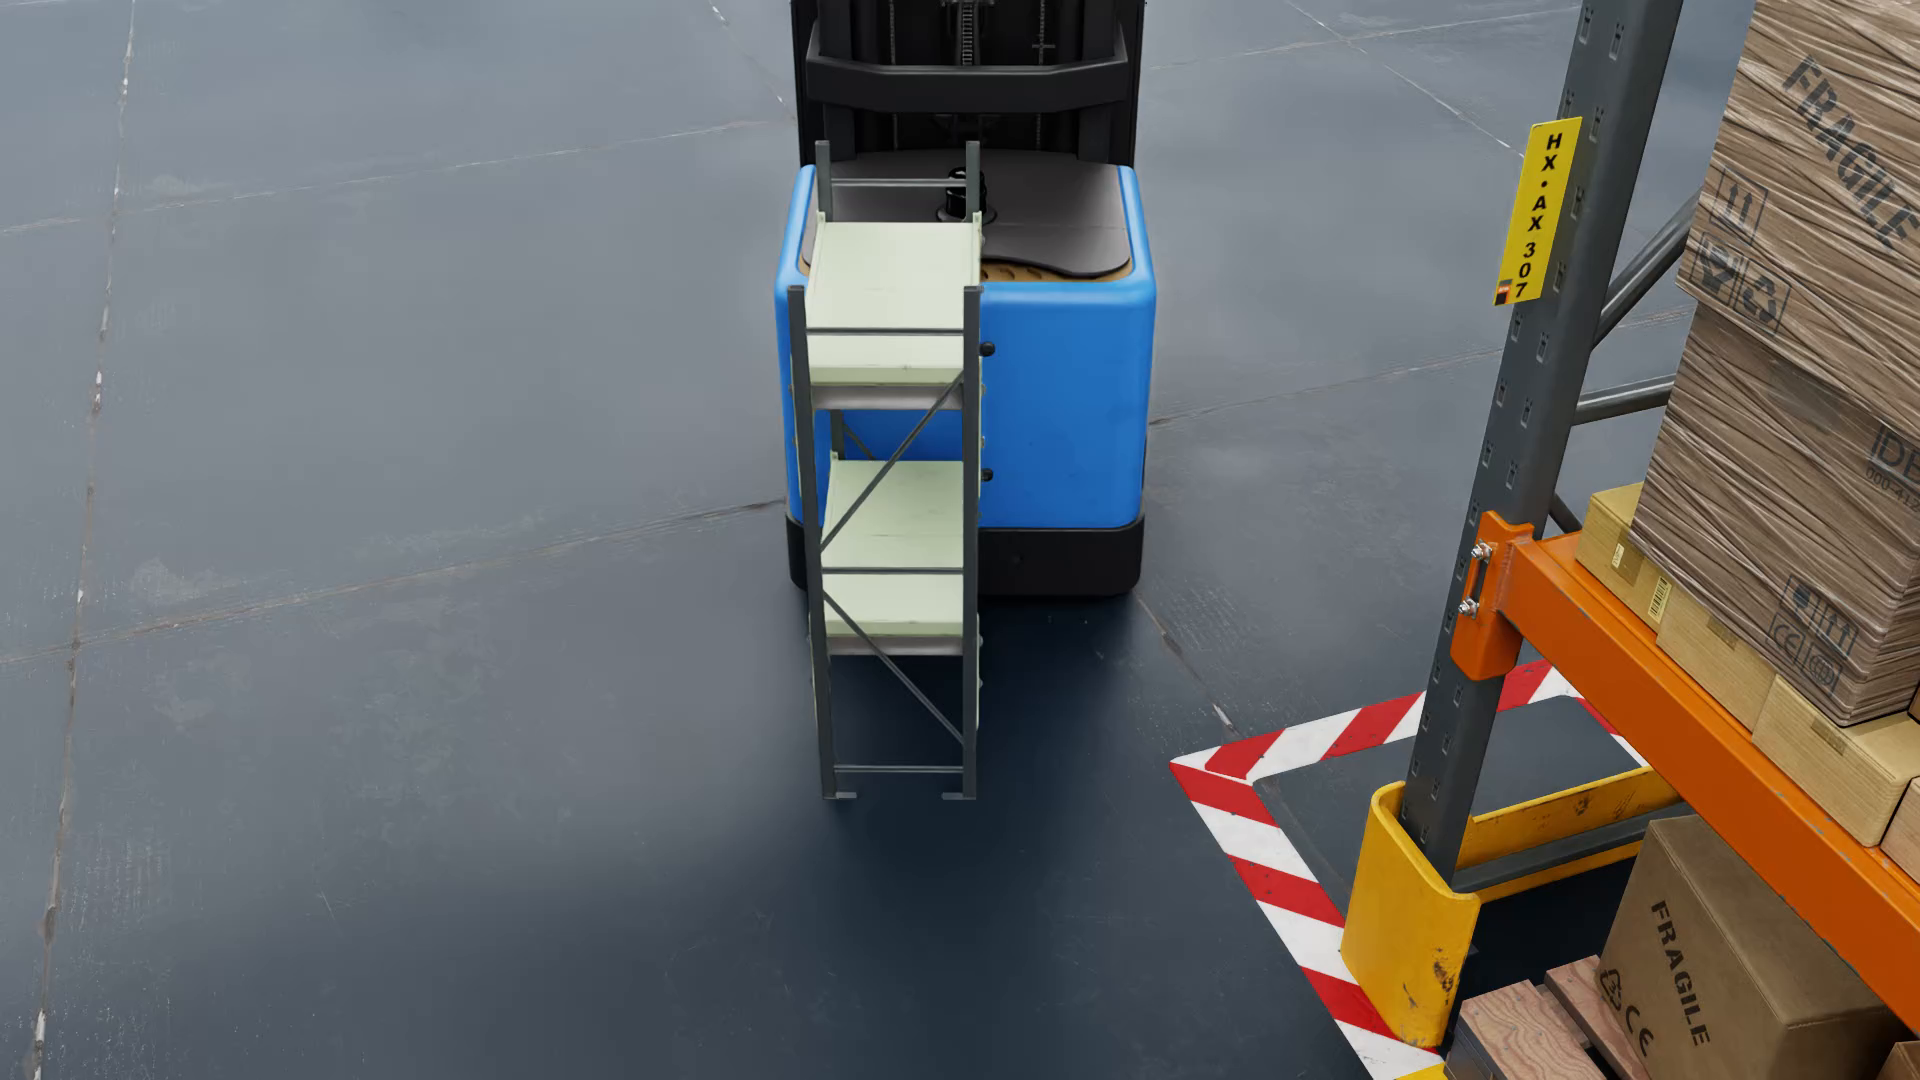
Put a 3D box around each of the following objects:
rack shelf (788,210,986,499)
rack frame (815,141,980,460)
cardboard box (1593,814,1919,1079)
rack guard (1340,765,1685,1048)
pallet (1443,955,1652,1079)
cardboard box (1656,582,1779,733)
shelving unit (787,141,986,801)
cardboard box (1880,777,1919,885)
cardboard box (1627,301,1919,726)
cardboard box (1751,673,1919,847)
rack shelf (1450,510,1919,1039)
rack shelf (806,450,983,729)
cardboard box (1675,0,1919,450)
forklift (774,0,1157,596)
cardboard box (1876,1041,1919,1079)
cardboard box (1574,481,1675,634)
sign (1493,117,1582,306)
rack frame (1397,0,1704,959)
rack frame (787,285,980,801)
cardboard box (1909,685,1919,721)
[{"bbox_3d":[-0.155,-0.456,3.961,0.431,0.370,0.720,0,37,0],"label":"rack shelf"},{"bbox_3d":[-0.152,-0.365,4.488,0.400,1.500,0.023,0,37,0],"label":"rack frame"},{"bbox_3d":[1.665,0.881,3.316,0.500,0.500,0.500,-6,37,-7],"label":"cardboard box"},{"bbox_3d":[1.492,0.735,3.858,1.175,0.500,0.348,-12,39,-16],"label":"rack guard"},{"bbox_3d":[1.739,1.317,3.326,1.003,0.211,1.213,-12,39,-16],"label":"pallet"},{"bbox_3d":[1.409,0.150,2.767,0.380,0.149,0.250,-12,39,-16],"label":"cardboard box"},{"bbox_3d":[-0.155,-0.145,4.195,0.431,1.500,0.755,0,37,0],"label":"shelving unit"},{"bbox_3d":[1.586,0.431,2.393,0.380,0.149,0.250,-12,39,-16],"label":"cardboard box"},{"bbox_3d":[1.630,-0.148,2.624,0.875,0.500,0.500,-12,39,-16],"label":"cardboard box"},{"bbox_3d":[1.481,0.294,2.575,0.380,0.149,0.250,-12,39,-16],"label":"cardboard box"},{"bbox_3d":[2.155,1.111,1.880,1.077,0.370,4.000,-12,39,-16],"label":"rack shelf"},{"bbox_3d":[-0.155,0.116,4.392,0.431,0.370,0.720,0,37,0],"label":"rack shelf"},{"bbox_3d":[1.400,-0.497,2.255,0.500,0.500,0.500,-12,39,-16],"label":"cardboard box"},{"bbox_3d":[0.025,-1.861,5.284,1.130,2.935,3.031,0,37,0],"label":"forklift"},{"bbox_3d":[1.903,1.211,2.877,0.500,0.500,0.500,-3,37,-4],"label":"cardboard box"},{"bbox_3d":[1.341,0.005,2.960,0.380,0.149,0.250,-12,39,-16],"label":"cardboard box"},{"bbox_3d":[0.957,-0.539,2.754,0.100,0.325,0.005,-12,39,-16],"label":"sign"},{"bbox_3d":[1.466,-0.306,3.163,1.000,3.000,0.127,-12,39,-16],"label":"rack frame"},{"bbox_3d":[-0.159,0.075,3.903,0.400,1.500,0.023,0,37,0],"label":"rack frame"},{"bbox_3d":[1.914,0.109,2.282,0.875,0.500,0.500,-12,39,-16],"label":"cardboard box"}]
